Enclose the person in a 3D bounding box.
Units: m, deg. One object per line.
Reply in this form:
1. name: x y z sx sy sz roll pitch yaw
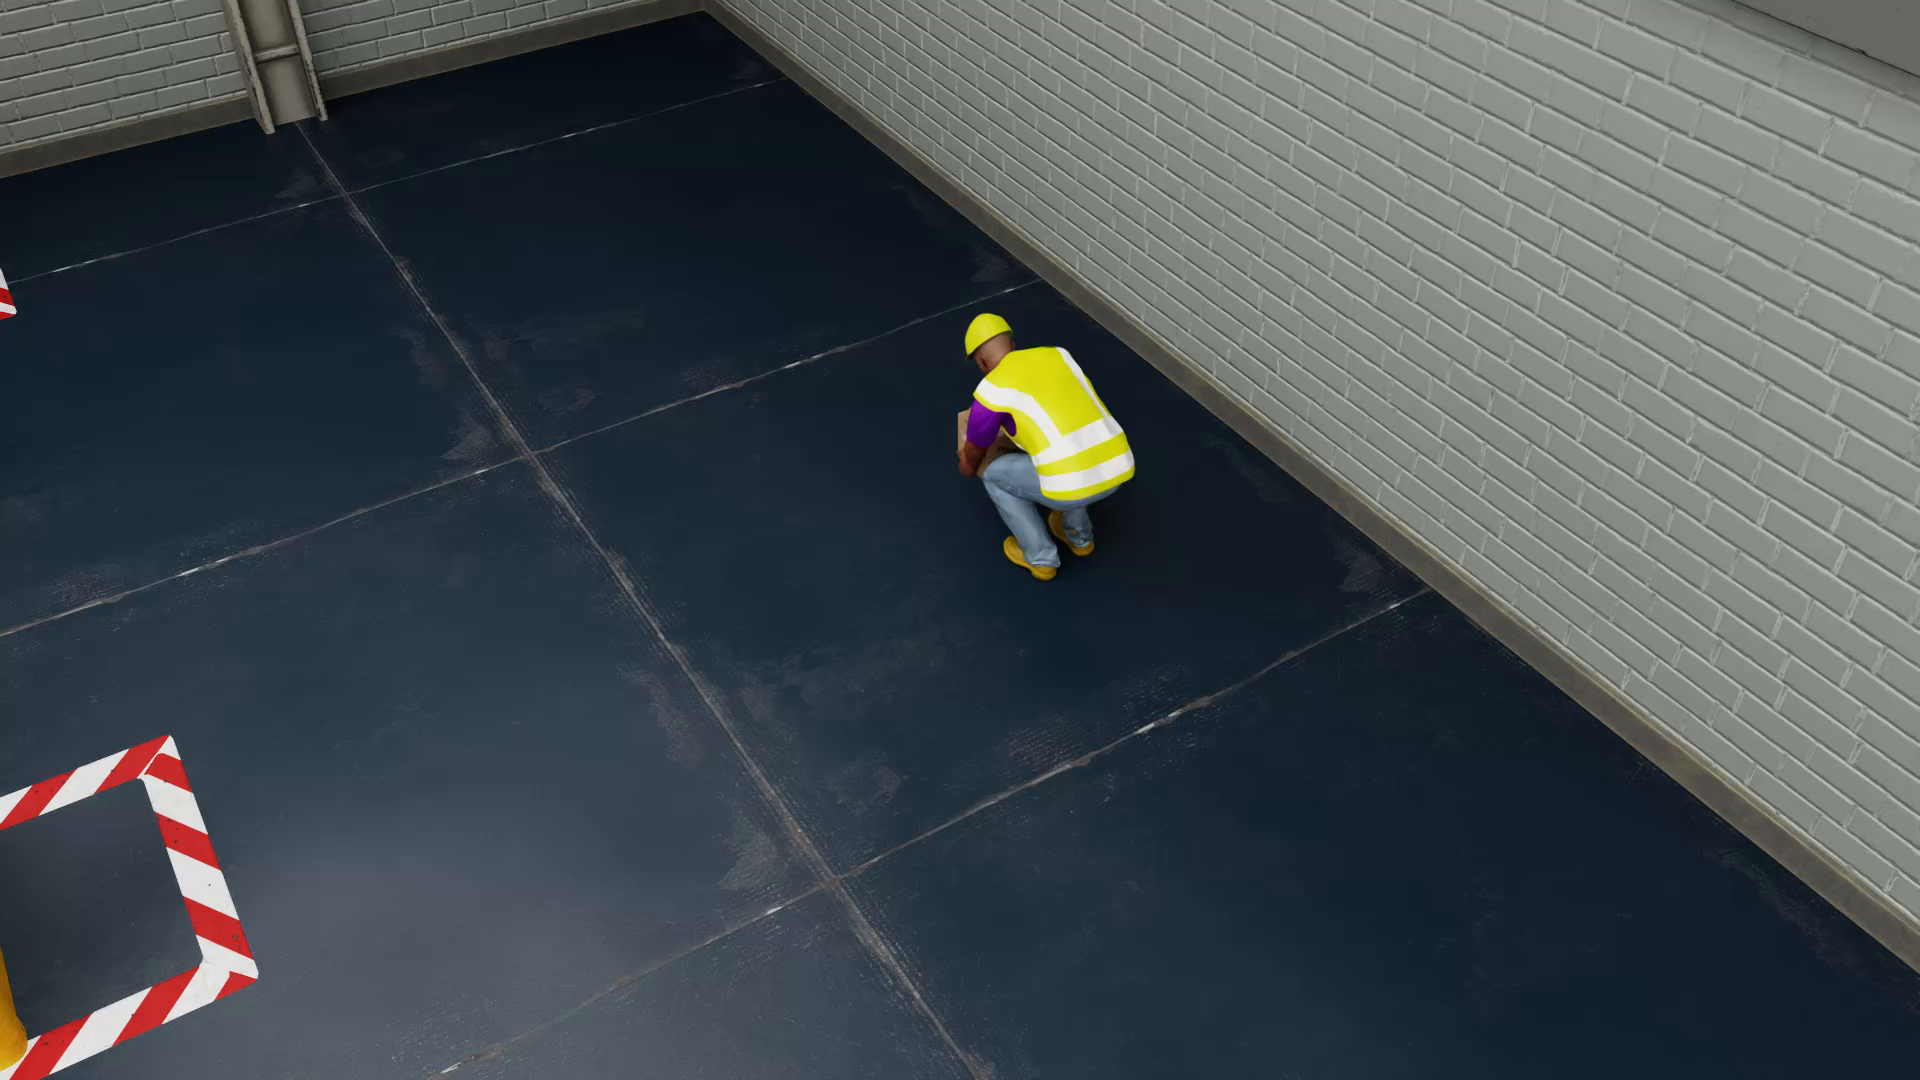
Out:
1. person: 0.328 -0.391 7.184 0.534 1.009 0.914 -24 46 -25
